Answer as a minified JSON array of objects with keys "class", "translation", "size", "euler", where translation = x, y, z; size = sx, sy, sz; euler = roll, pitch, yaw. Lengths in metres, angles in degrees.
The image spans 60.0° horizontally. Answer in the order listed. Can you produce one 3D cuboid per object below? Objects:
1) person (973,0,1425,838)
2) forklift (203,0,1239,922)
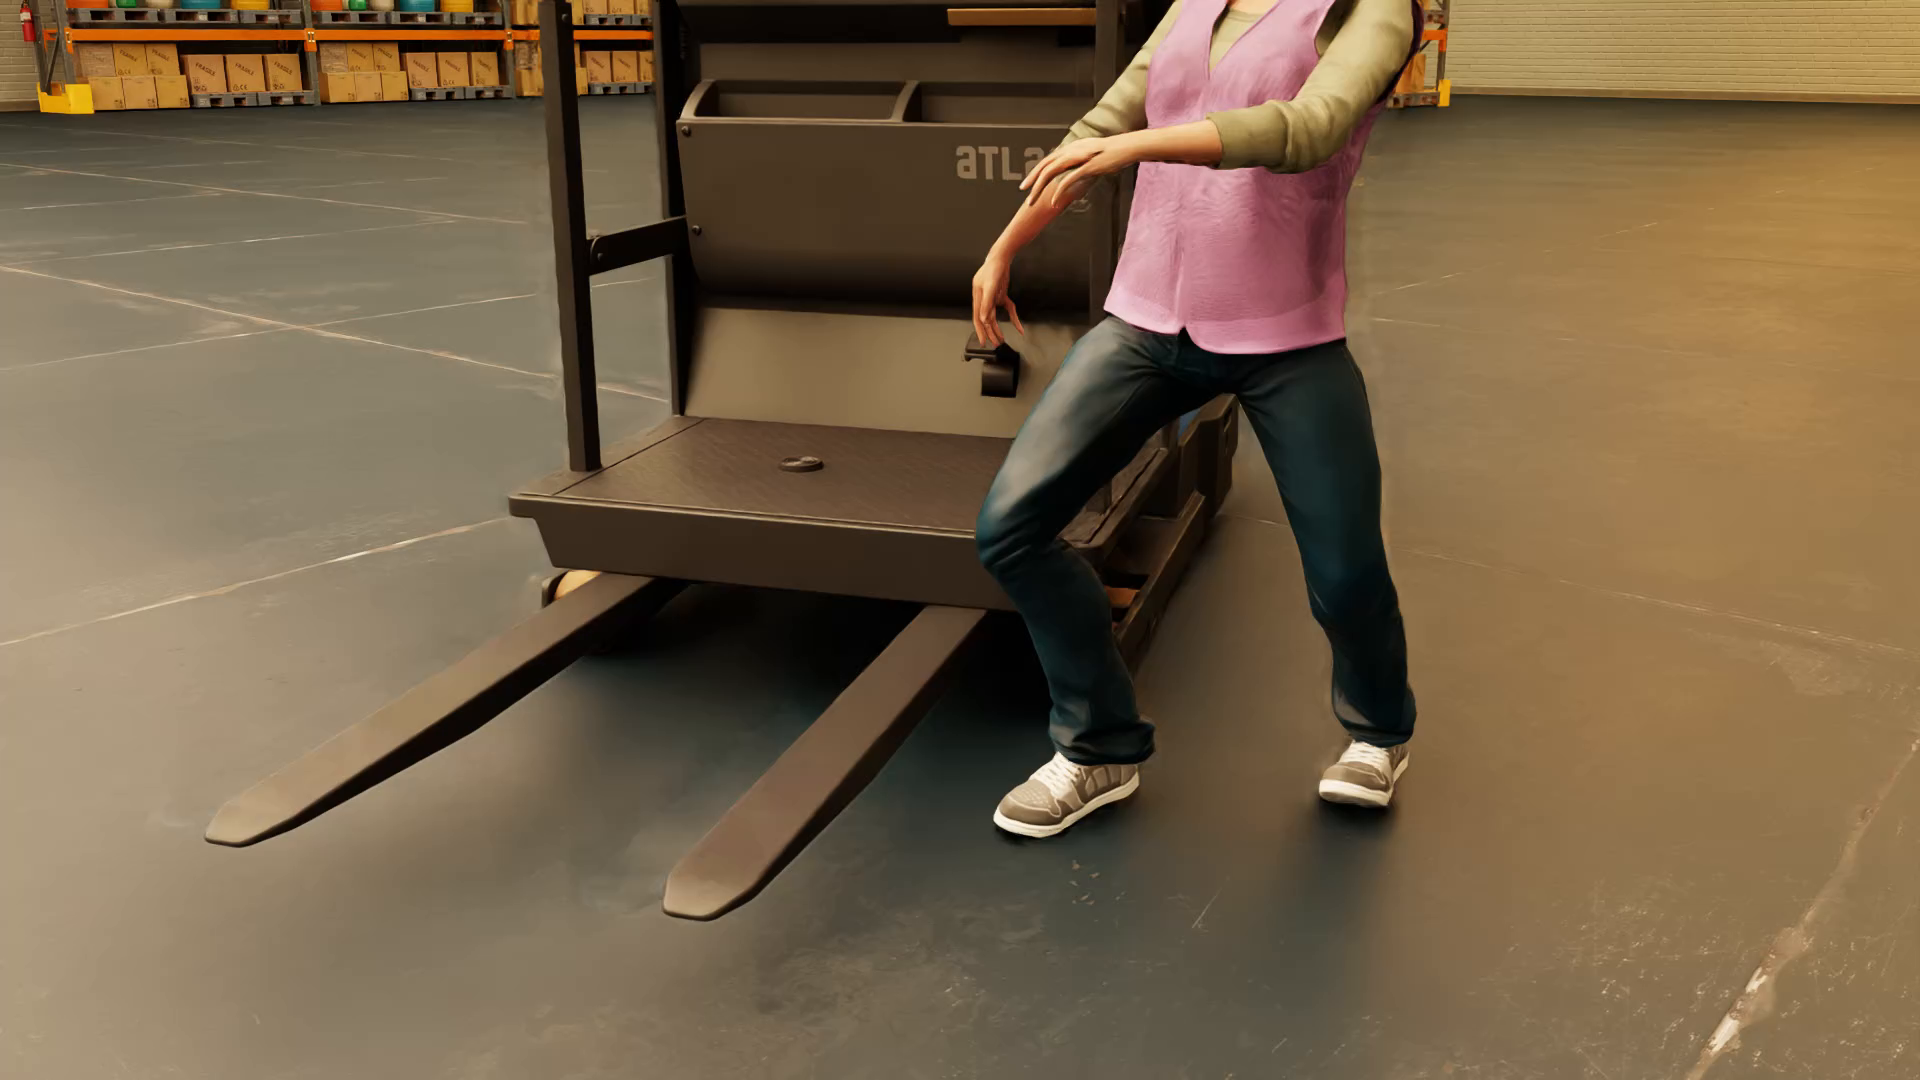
[{"class":"person","translation":[0.290,-0.288,2.368],"size":[0.677,1.483,0.744],"euler":[10,20,31]},{"class":"forklift","translation":[-0.160,-1.226,2.934],"size":[1.130,2.935,3.031],"euler":[5,18,16]}]
